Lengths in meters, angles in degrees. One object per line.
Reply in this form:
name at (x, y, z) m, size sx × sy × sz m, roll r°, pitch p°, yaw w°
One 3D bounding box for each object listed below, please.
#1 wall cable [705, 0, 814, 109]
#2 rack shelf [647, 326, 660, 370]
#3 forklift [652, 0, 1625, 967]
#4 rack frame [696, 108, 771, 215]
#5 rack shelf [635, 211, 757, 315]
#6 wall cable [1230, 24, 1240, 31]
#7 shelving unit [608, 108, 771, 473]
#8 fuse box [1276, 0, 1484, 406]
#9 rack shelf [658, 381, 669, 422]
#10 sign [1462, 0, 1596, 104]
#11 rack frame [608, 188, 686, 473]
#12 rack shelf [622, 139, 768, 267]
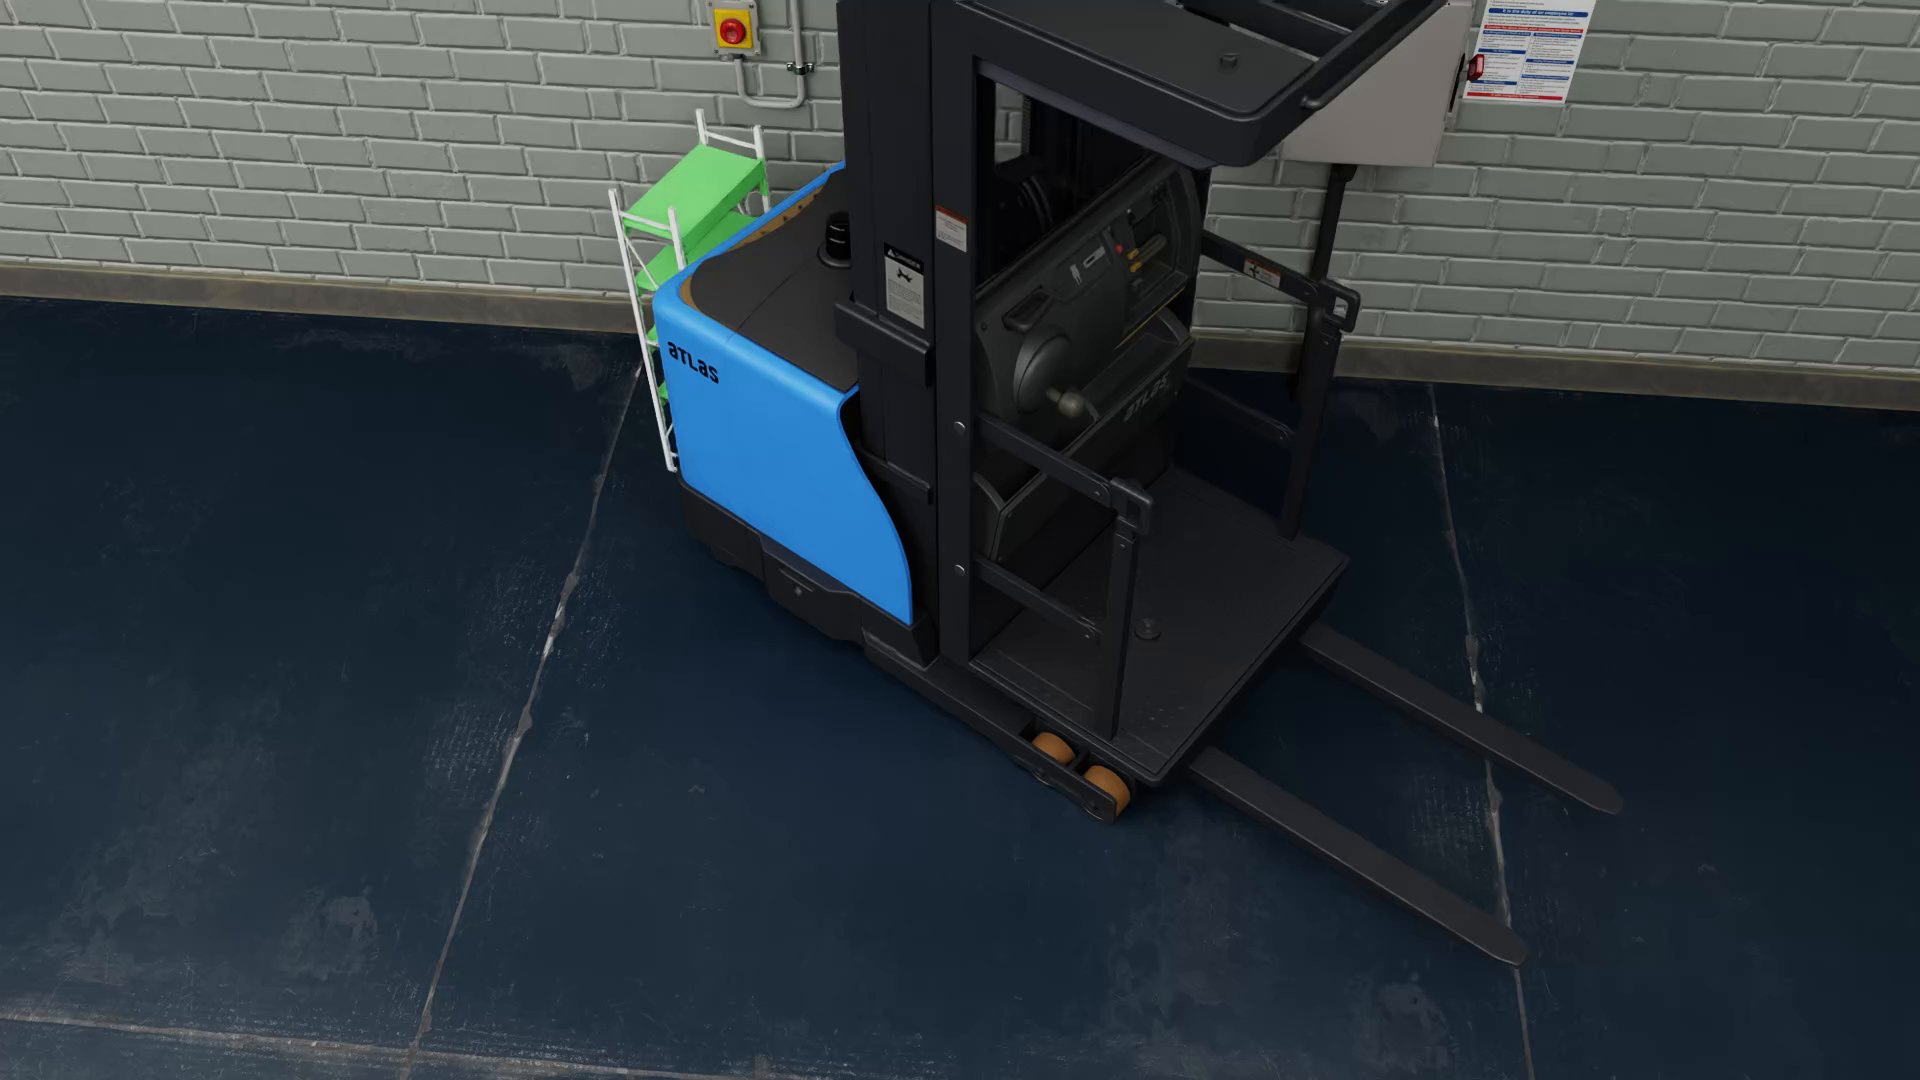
wall cable at (-0.784, -2.114, 4.941) m, size 0.585 × 1.953 × 0.123 m, roll 4°, pitch 48°, yaw 4°
rack shelf at (-0.843, -0.747, 5.701) m, size 0.258 × 0.148 × 0.480 m, roll 20°, pitch 50°, yaw 19°
forklift at (0.520, -0.599, 4.312) m, size 3.031 × 2.935 × 1.130 m, roll 31°, pitch 55°, yaw 25°
rack frame at (-0.734, -0.951, 5.801) m, size 0.240 × 1.200 × 0.015 m, roll 20°, pitch 50°, yaw 19°
rack shelf at (-0.849, -0.911, 5.526) m, size 0.258 × 0.148 × 0.480 m, roll 20°, pitch 50°, yaw 19°
wall cable at (0.629, -2.017, 4.873) m, size 0.588 × 1.984 × 0.122 m, roll 4°, pitch 48°, yaw 4°
shelving unit at (-0.845, -0.790, 5.655) m, size 0.258 × 1.200 × 0.503 m, roll 20°, pitch 50°, yaw 19°
fuse box at (1.294, -1.078, 5.576) m, size 0.539 × 1.711 × 0.414 m, roll 4°, pitch 48°, yaw 4°
rack shelf at (-0.838, -0.582, 5.876) m, size 0.258 × 0.148 × 0.480 m, roll 20°, pitch 50°, yaw 19°
sign at (1.805, -1.599, 5.244) m, size 0.329 × 0.494 × 0.001 m, roll 4°, pitch 48°, yaw 4°
rack frame at (-0.956, -0.630, 5.508) m, size 0.240 × 1.200 × 0.015 m, roll 20°, pitch 50°, yaw 19°
rack shelf at (-0.855, -1.075, 5.351) m, size 0.258 × 0.148 × 0.480 m, roll 20°, pitch 50°, yaw 19°
